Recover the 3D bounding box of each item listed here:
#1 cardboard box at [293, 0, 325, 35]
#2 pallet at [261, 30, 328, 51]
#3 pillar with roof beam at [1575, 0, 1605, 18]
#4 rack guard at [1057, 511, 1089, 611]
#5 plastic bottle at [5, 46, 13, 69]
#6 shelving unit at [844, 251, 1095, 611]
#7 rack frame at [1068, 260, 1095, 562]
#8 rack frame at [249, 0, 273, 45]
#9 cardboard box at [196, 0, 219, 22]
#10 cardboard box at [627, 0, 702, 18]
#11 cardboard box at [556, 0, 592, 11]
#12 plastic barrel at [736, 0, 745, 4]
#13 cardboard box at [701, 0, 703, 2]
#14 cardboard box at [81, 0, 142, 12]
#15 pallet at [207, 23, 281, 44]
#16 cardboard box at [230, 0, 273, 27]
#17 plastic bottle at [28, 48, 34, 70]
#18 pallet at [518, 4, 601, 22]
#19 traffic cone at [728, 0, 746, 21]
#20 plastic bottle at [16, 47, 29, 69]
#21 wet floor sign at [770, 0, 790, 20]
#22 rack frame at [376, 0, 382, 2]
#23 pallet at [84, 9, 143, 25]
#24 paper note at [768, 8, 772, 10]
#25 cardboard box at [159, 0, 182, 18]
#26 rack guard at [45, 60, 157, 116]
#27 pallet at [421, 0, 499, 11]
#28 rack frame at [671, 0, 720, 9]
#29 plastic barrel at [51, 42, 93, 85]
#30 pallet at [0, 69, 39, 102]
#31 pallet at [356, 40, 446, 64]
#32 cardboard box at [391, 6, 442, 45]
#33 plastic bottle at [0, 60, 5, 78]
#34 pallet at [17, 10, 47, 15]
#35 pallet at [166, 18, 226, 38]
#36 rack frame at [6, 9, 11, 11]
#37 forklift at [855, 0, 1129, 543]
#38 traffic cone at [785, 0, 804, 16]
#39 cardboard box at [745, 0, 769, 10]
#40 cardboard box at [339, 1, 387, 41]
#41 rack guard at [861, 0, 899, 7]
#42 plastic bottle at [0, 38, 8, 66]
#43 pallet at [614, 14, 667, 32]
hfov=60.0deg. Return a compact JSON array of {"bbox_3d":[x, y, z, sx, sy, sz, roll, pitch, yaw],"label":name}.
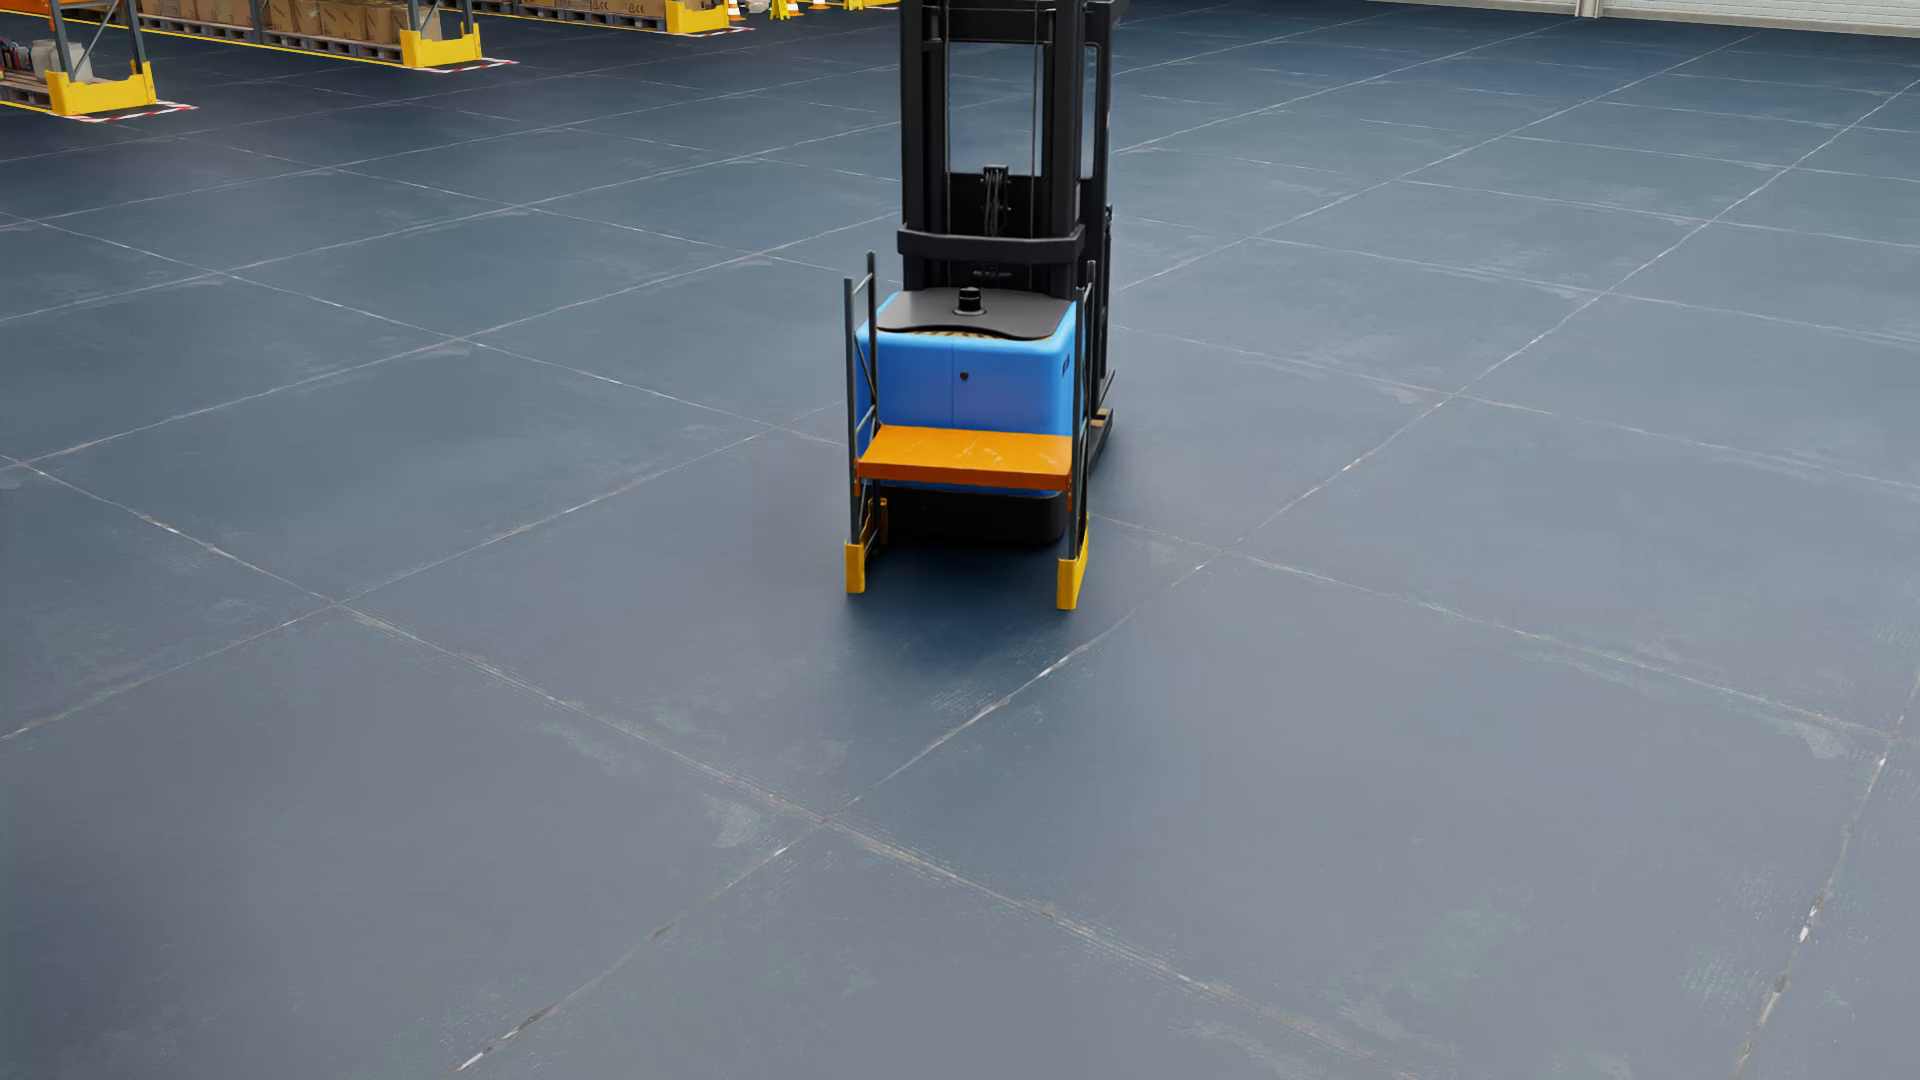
[{"bbox_3d":[-9.849,-8.030,25.457,0.500,0.500,0.500,-16,28,-31],"label":"cardboard box"},{"bbox_3d":[-10.050,-7.800,25.815,1.213,0.211,1.003,17,29,33],"label":"pallet"},{"bbox_3d":[8.514,-11.973,24.388,0.400,9.000,9.100,17,29,33],"label":"pillar with roof beam"},{"bbox_3d":[0.534,0.092,7.854,0.087,0.250,0.587,4,24,9],"label":"rack guard"},{"bbox_3d":[-12.519,-6.361,21.913,0.133,0.283,0.061,17,29,33],"label":"plastic bottle"},{"bbox_3d":[0.043,-0.515,7.681,1.083,1.500,0.587,4,24,9],"label":"shelving unit"},{"bbox_3d":[0.553,-0.479,7.599,0.032,1.500,0.500,4,24,9],"label":"rack frame"},{"bbox_3d":[-10.608,-9.227,25.595,0.127,3.000,1.000,17,29,33],"label":"rack frame"},{"bbox_3d":[-11.905,-8.697,26.946,0.500,0.500,0.700,14,27,29],"label":"cardboard box"},{"bbox_3d":[-4.934,-9.198,27.644,0.875,0.875,0.875,17,29,34],"label":"cardboard box"},{"bbox_3d":[-6.368,-9.632,28.627,0.875,0.875,0.875,17,29,34],"label":"cardboard box"},{"bbox_3d":[-4.025,-10.289,31.201,0.512,0.421,0.421,-5,24,-12],"label":"plastic barrel"},{"bbox_3d":[-5.141,-10.208,30.750,0.503,0.637,0.797,17,29,33],"label":"cardboard box"},{"bbox_3d":[-14.349,-9.588,28.528,0.875,0.875,1.225,15,28,31],"label":"cardboard box"},{"bbox_3d":[-11.232,-8.139,26.584,1.213,0.211,1.003,17,29,33],"label":"pallet"},{"bbox_3d":[-11.087,-8.440,26.363,0.500,0.500,0.700,14,28,29],"label":"cardboard box"},{"bbox_3d":[-12.158,-6.310,21.812,0.097,0.271,0.097,0,24,0],"label":"plastic bottle"},{"bbox_3d":[-6.991,-9.318,29.260,1.213,0.211,1.003,17,29,33],"label":"pallet"},{"bbox_3d":[-3.925,-9.262,28.819,0.334,0.463,0.336,17,29,33],"label":"traffic cone"},{"bbox_3d":[-12.351,-6.356,21.912,0.135,0.276,0.152,17,29,34],"label":"plastic bottle"},{"bbox_3d":[-3.141,-9.390,28.885,0.232,0.644,0.267,12,26,24],"label":"wet floor sign"},{"bbox_3d":[-10.753,-11.770,31.367,0.127,3.000,1.000,17,29,33],"label":"rack frame"},{"bbox_3d":[-14.395,-9.133,28.841,1.213,0.211,1.003,17,29,33],"label":"pallet"},{"bbox_3d":[-3.414,-9.685,30.317,0.142,0.019,0.148,7,25,15],"label":"paper note"},{"bbox_3d":[-12.809,-8.966,27.558,0.500,0.500,0.700,14,27,29],"label":"cardboard box"},{"bbox_3d":[-10.467,-5.521,20.284,0.348,0.500,1.175,17,29,33],"label":"rack guard"},{"bbox_3d":[-9.196,-9.984,30.772,1.213,0.211,1.003,17,29,33],"label":"pallet"},{"bbox_3d":[-4.352,-9.836,26.977,0.127,3.000,1.000,17,29,33],"label":"rack frame"},{"bbox_3d":[-10.950,-5.850,20.495,0.421,0.512,0.421,0,24,0],"label":"plastic barrel"},{"bbox_3d":[-12.086,-5.883,21.462,1.213,0.211,1.003,17,29,33],"label":"pallet"},{"bbox_3d":[-8.097,-7.210,24.476,1.213,0.211,1.003,17,29,33],"label":"pallet"},{"bbox_3d":[-7.897,-7.465,24.174,0.500,0.500,0.500,-20,31,-38],"label":"cardboard box"},{"bbox_3d":[-12.232,-6.027,21.156,0.133,0.283,0.061,17,29,33],"label":"plastic bottle"},{"bbox_3d":[-16.347,-9.724,30.180,1.213,0.211,1.003,17,29,33],"label":"pallet"},{"bbox_3d":[-12.212,-8.434,27.253,1.213,0.211,1.003,17,29,33],"label":"pallet"},{"bbox_3d":[-17.010,-11.162,29.986,0.127,3.000,1.000,17,29,33],"label":"rack frame"},{"bbox_3d":[0.285,-1.893,9.034,1.130,2.935,3.031,5,24,11],"label":"forklift"},{"bbox_3d":[-2.975,-9.544,29.460,0.334,0.463,0.336,17,29,33],"label":"traffic cone"},{"bbox_3d":[-3.724,-9.818,30.471,0.380,0.149,0.250,-10,26,-21],"label":"cardboard box"},{"bbox_3d":[-8.886,-7.756,24.835,0.500,0.500,0.500,20,31,38],"label":"cardboard box"},{"bbox_3d":[-1.525,-10.332,31.202,0.348,0.500,1.175,17,29,33],"label":"rack guard"},{"bbox_3d":[-12.737,-6.509,22.166,0.185,0.351,0.144,15,28,31],"label":"plastic bottle"},{"bbox_3d":[-5.039,-8.728,27.920,1.213,0.211,1.003,17,29,33],"label":"pallet"}]
